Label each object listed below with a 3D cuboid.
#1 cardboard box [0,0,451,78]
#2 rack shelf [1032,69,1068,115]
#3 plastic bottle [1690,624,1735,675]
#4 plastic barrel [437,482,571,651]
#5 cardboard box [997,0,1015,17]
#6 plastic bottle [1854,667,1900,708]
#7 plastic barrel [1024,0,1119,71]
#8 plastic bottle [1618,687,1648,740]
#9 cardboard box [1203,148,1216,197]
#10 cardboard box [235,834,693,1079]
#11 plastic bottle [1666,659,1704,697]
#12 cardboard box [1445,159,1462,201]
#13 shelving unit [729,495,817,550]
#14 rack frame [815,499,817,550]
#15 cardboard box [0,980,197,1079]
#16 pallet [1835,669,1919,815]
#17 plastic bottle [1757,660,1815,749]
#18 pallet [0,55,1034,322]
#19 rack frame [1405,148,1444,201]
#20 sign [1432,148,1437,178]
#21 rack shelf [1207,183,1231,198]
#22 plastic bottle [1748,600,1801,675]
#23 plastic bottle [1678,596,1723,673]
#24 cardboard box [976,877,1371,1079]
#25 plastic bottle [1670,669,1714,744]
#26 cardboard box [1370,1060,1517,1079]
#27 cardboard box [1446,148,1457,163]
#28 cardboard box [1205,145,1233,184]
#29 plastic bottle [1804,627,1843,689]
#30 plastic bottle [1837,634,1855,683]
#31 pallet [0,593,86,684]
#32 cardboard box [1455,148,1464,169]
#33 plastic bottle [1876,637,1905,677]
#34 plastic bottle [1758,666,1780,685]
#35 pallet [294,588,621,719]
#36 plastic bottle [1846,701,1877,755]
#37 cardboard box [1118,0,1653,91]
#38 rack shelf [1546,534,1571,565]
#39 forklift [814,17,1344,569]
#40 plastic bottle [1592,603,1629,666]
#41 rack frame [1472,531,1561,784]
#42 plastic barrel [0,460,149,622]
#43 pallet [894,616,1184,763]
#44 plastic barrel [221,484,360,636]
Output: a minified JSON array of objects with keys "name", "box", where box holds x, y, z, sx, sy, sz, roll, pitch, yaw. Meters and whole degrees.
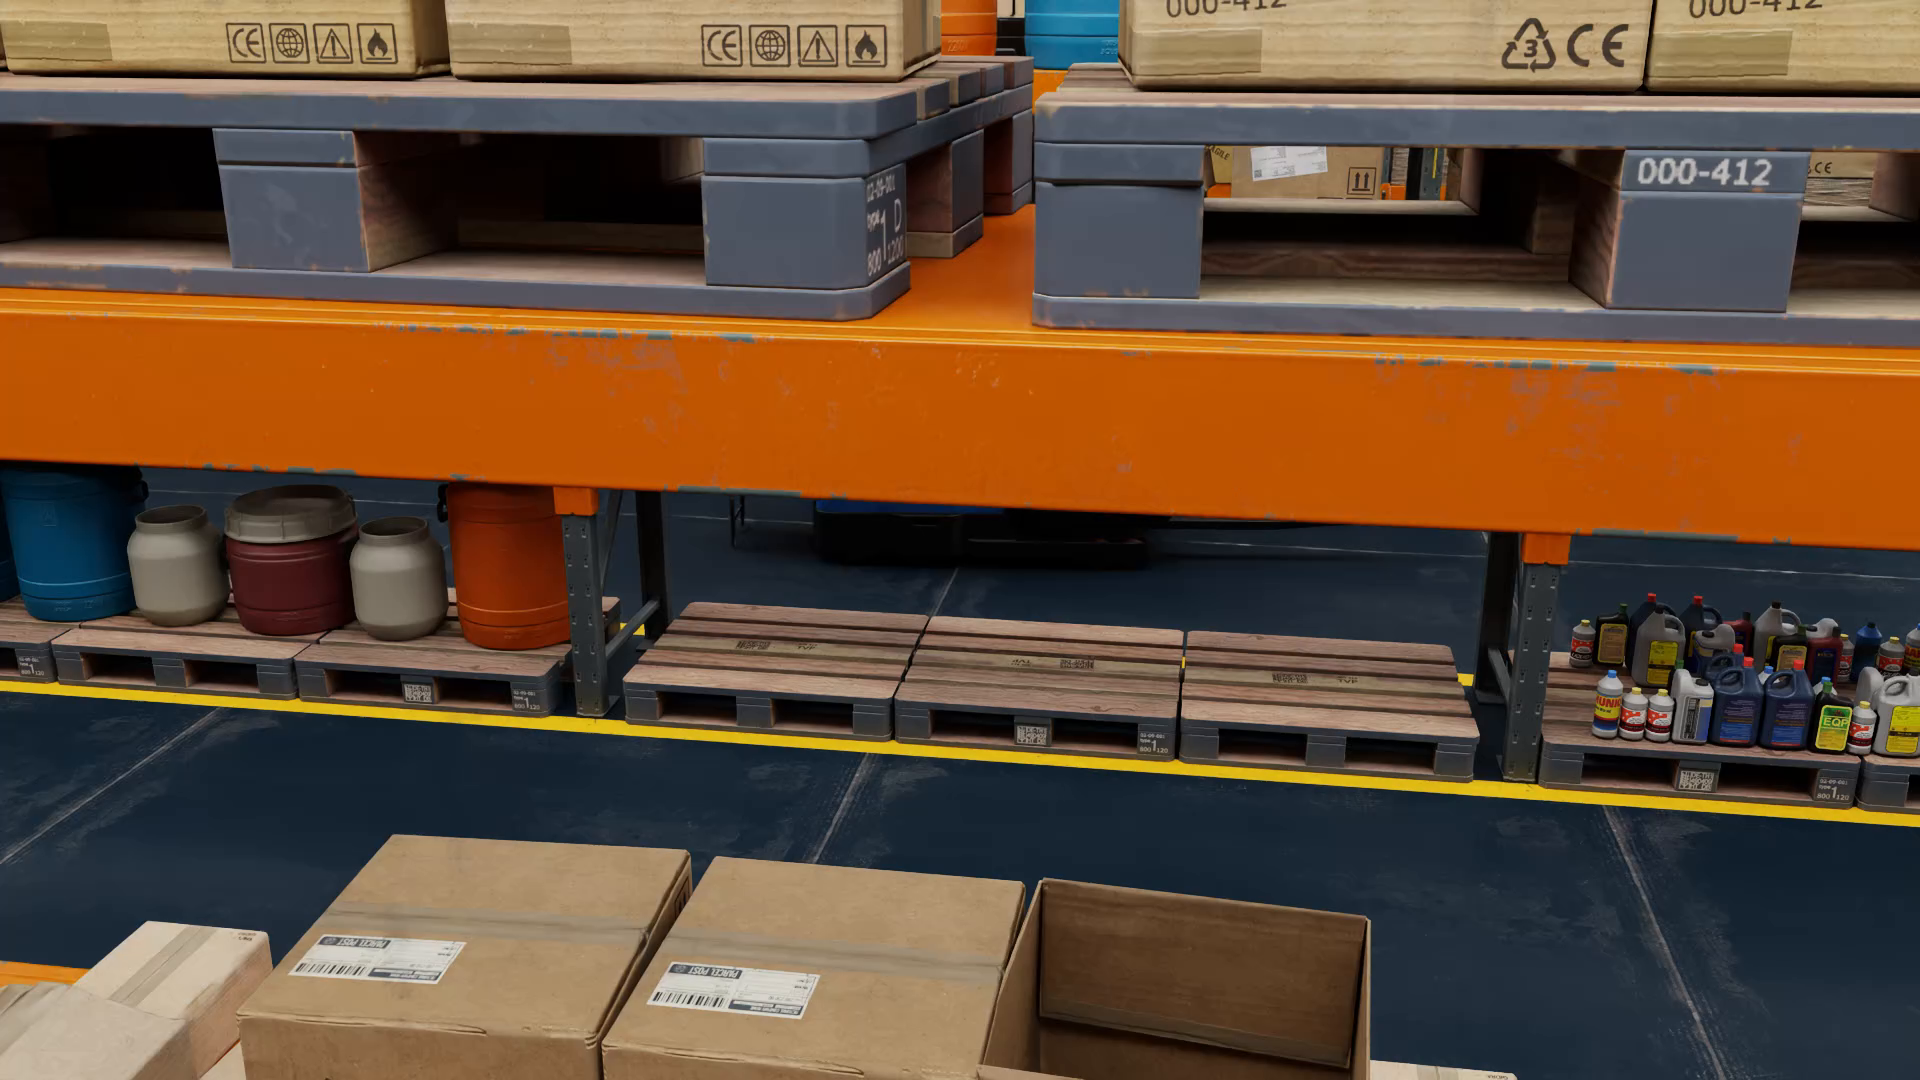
[{"name":"cardboard box","box":[-0.823,-0.724,2.087,0.500,0.250,0.500,3,19,8]},{"name":"rack shelf","box":[0.400,-1.764,6.755,4.000,0.370,1.077,3,19,9]},{"name":"plastic bottle","box":[3.247,0.500,7.180,0.135,0.276,0.152,3,19,9]},{"name":"plastic barrel","box":[-2.060,0.027,7.753,0.708,0.830,0.600,3,19,9]},{"name":"cardboard box","box":[0.142,-3.557,11.216,0.500,0.250,0.500,3,19,10]},{"name":"plastic bottle","box":[3.711,0.655,6.718,0.135,0.276,0.152,3,19,9]},{"name":"plastic barrel","box":[0.547,-2.266,6.330,0.708,0.901,0.600,3,19,9]},{"name":"plastic bottle","box":[2.720,0.695,6.716,0.097,0.201,0.097,0,18,0]},{"name":"cardboard box","box":[1.434,-2.440,11.545,0.637,0.503,0.797,5,19,14]},{"name":"cardboard box","box":[-0.705,0.800,2.527,0.500,0.500,0.500,2,19,6]},{"name":"plastic bottle","box":[2.960,0.625,6.796,0.133,0.283,0.061,3,19,9]},{"name":"cardboard box","box":[3.595,-2.280,11.265,0.500,0.500,0.875,3,19,9]},{"name":"shelving unit","box":[-1.068,-1.004,9.495,0.503,2.100,0.431,1,19,2]},{"name":"rack frame","box":[-0.824,-1.002,9.488,0.015,2.100,0.400,1,19,2]},{"name":"cardboard box","box":[-1.511,0.916,2.479,0.500,0.311,0.500,3,19,8]},{"name":"pallet","box":[4.239,0.848,6.937,1.213,0.211,1.003,3,19,9]},{"name":"plastic bottle","box":[3.292,0.645,6.628,0.185,0.351,0.144,2,19,6]},{"name":"pallet","box":[-0.575,-0.503,2.150,1.213,0.211,1.003,4,19,11]},{"name":"rack frame","box":[3.161,-2.134,11.453,0.127,3.000,1.000,3,19,9]},{"name":"sign","box":[3.076,-2.509,10.750,0.005,0.325,0.100,3,19,9]},{"name":"rack shelf","box":[2.072,-3.442,16.497,4.000,0.370,1.077,3,19,9]},{"name":"plastic bottle","box":[3.565,0.433,7.262,0.185,0.351,0.144,3,19,8]},{"name":"plastic bottle","box":[3.246,0.417,7.311,0.185,0.351,0.144,2,19,6]},{"name":"cardboard box","box":[0.310,0.852,2.373,0.500,0.500,0.500,4,19,13]},{"name":"plastic bottle","box":[2.944,0.662,6.697,0.135,0.276,0.152,4,19,11]},{"name":"cardboard box","box":[0.743,0.980,2.543,0.250,0.149,0.380,3,19,9]},{"name":"cardboard box","box":[3.648,-2.860,11.422,0.500,0.500,0.500,3,19,9]},{"name":"cardboard box","box":[2.492,-3.724,16.047,0.500,0.500,0.500,3,19,9]},{"name":"plastic bottle","box":[3.708,0.508,7.145,0.133,0.283,0.061,3,19,9]},{"name":"plastic bottle","box":[3.846,0.511,7.265,0.097,0.201,0.097,0,18,0]},{"name":"pallet","box":[-4.769,0.389,8.307,1.213,0.211,1.003,3,19,9]},{"name":"cardboard box","box":[3.564,-2.694,10.926,0.500,0.500,0.500,3,19,9]},{"name":"plastic bottle","box":[4.049,0.521,7.234,0.097,0.201,0.097,0,18,0]},{"name":"plastic bottle","box":[3.268,0.643,6.760,0.097,0.271,0.097,0,18,0]},{"name":"pallet","box":[-2.359,0.512,7.940,1.213,0.211,1.003,3,19,9]},{"name":"plastic bottle","box":[3.568,0.738,6.587,0.097,0.201,0.097,0,18,0]},{"name":"cardboard box","box":[0.436,-0.642,1.841,0.500,0.250,0.500,1,19,3]},{"name":"rack shelf","box":[4.350,-0.140,6.629,4.000,0.370,1.077,3,19,9]},{"name":"forklift","box":[0.707,-1.398,9.363,3.031,2.935,1.130,1,19,2]},{"name":"plastic bottle","box":[2.902,0.418,7.414,0.133,0.283,0.061,4,19,11]},{"name":"rack frame","box":[2.375,-0.582,6.816,0.127,3.000,1.000,3,19,9]},{"name":"plastic barrel","box":[-4.290,-0.121,8.081,0.708,0.901,0.600,3,19,9]},{"name":"pallet","box":[0.385,0.652,7.521,1.213,0.211,1.003,3,19,9]},{"name":"plastic barrel","box":[-3.175,0.085,7.961,0.708,0.588,0.600,3,19,9]}]
